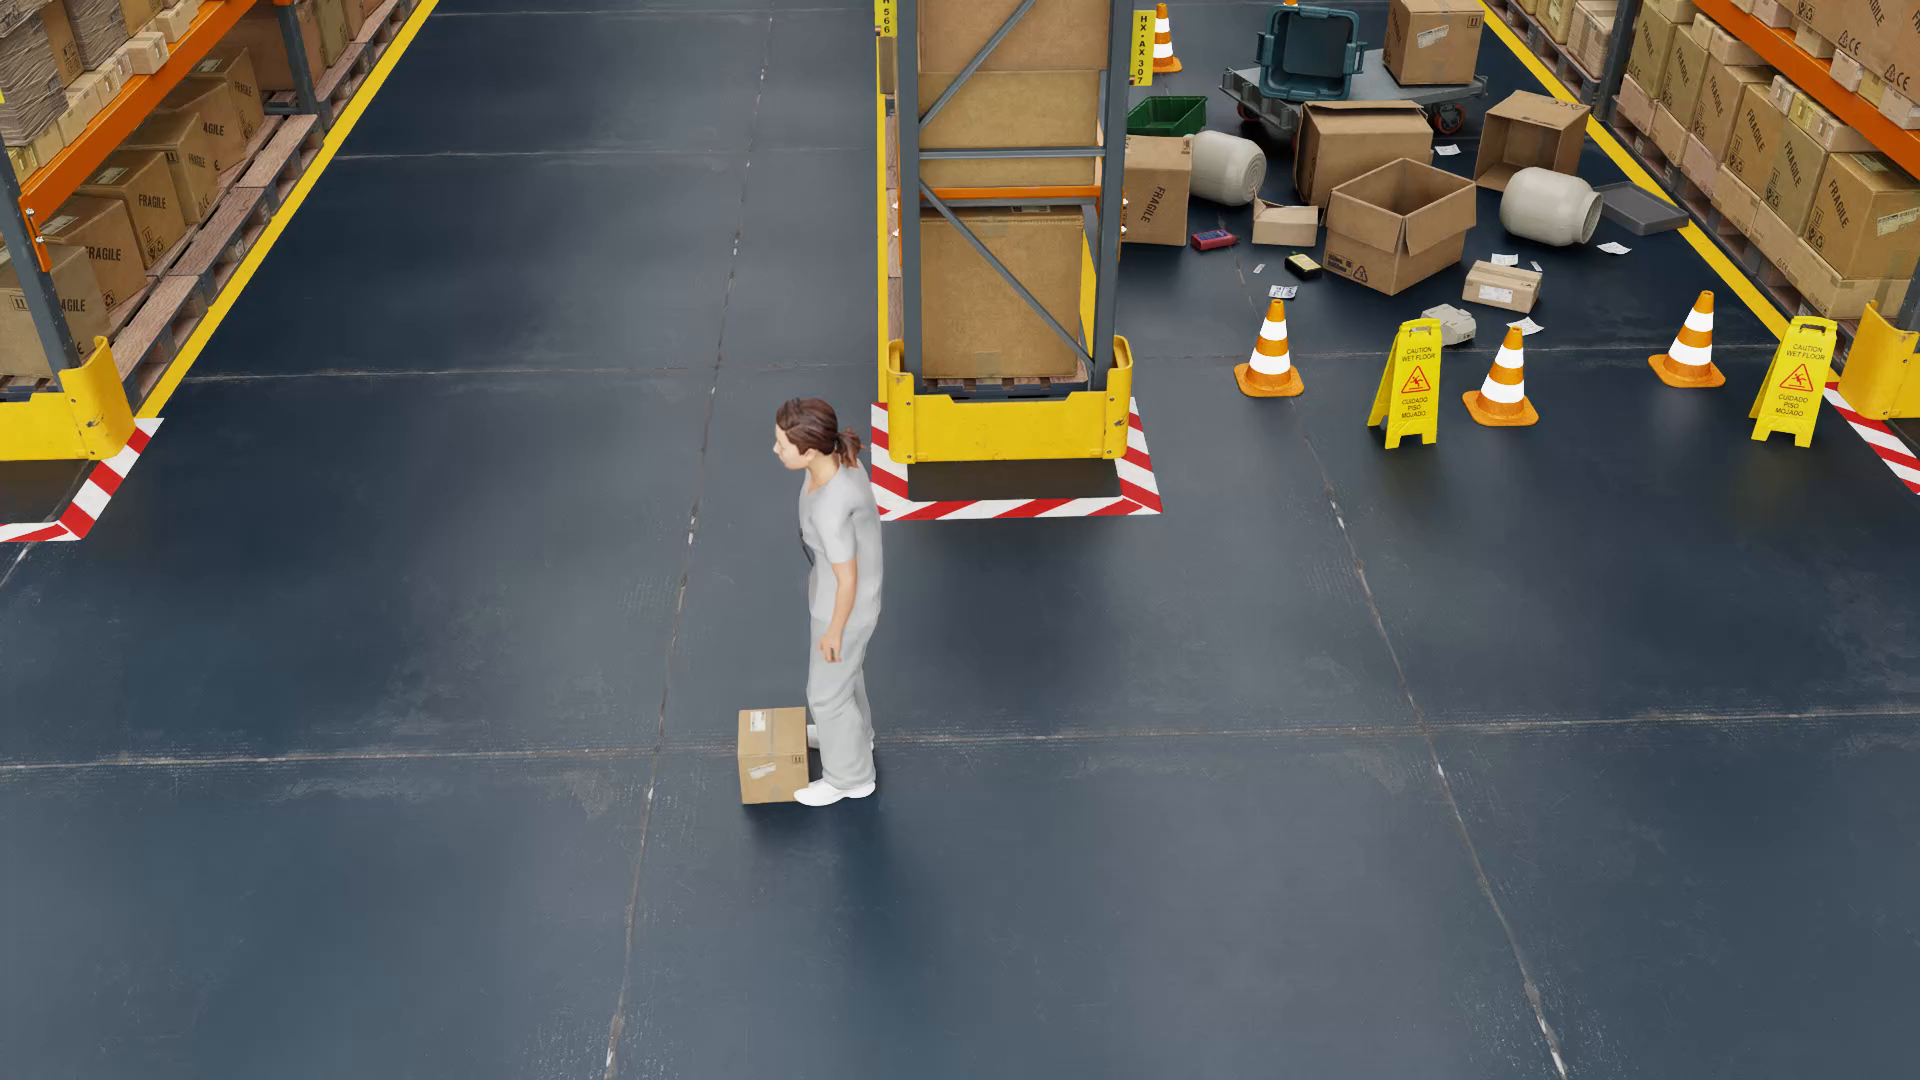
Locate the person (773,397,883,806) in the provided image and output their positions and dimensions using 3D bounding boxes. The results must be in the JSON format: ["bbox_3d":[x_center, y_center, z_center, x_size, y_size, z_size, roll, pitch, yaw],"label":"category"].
[{"bbox_3d":[-0.450,0.213,5.848,0.368,1.671,0.498,-3,35,-4],"label":"person"}]
